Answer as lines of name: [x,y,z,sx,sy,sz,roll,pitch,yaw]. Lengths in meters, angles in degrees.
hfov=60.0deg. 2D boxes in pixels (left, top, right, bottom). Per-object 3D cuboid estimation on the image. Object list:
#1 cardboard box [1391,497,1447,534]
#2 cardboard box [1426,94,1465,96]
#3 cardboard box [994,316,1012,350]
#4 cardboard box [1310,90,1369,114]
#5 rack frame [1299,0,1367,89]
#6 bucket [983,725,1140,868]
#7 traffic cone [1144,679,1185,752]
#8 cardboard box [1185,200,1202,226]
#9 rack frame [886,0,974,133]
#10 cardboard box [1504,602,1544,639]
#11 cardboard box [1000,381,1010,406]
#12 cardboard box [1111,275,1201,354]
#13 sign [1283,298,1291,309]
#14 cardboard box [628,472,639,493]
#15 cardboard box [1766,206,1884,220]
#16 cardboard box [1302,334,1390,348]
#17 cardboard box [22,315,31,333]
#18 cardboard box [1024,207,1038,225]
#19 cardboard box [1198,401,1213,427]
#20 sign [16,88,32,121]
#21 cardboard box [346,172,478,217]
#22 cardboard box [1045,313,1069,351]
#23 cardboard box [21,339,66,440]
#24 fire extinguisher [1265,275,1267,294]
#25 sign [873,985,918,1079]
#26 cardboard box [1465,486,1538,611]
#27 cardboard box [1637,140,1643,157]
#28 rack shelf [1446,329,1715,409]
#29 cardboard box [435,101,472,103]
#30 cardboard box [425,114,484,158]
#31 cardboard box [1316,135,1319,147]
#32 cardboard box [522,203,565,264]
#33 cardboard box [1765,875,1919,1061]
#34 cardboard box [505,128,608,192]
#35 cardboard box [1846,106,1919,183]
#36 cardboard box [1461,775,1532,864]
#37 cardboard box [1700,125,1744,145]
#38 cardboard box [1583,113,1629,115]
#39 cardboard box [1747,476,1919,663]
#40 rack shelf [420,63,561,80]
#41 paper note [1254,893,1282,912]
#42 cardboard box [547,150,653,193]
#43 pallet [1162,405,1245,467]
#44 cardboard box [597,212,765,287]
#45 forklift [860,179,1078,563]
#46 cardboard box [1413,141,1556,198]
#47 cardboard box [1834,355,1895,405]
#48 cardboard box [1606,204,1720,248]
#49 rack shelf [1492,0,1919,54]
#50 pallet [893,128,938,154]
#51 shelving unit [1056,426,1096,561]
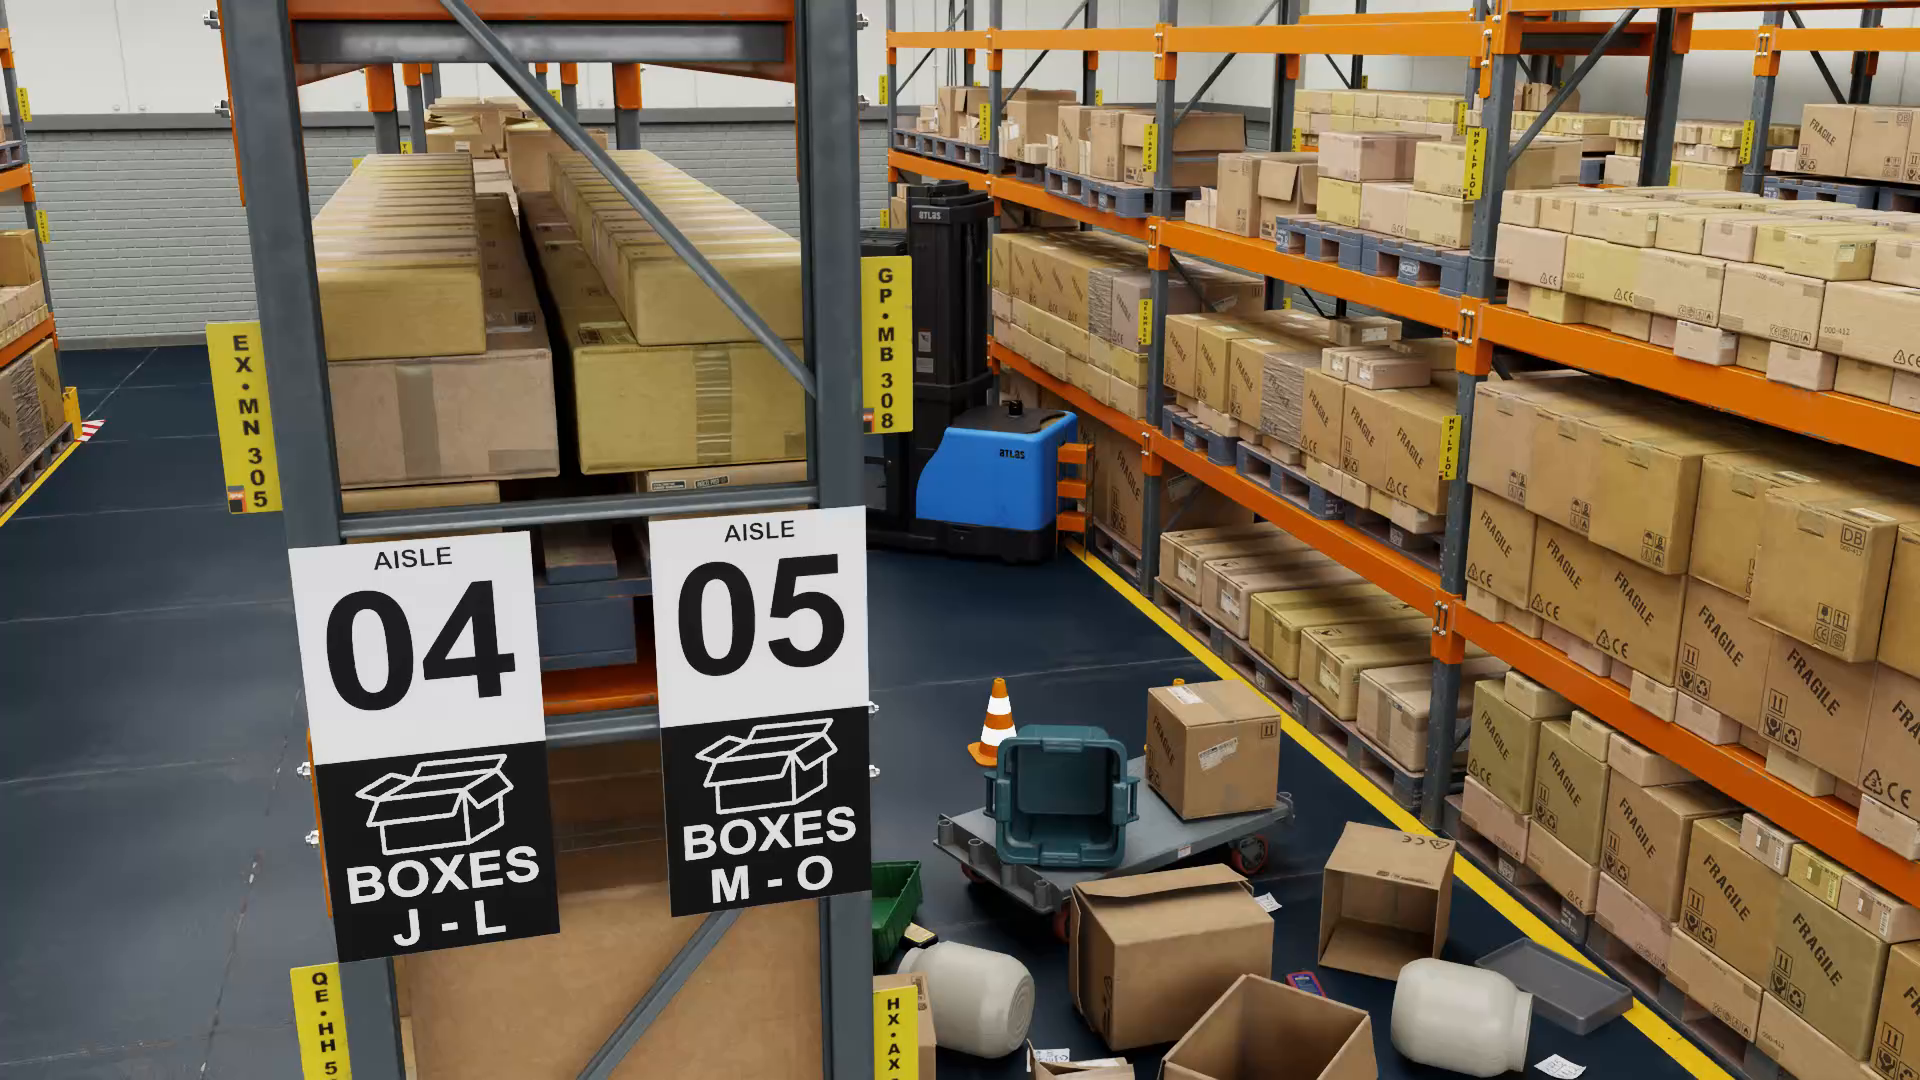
cardboard box: [2.554,-0.148,8.938,0.380,0.149,0.250,-4,17,-14]
cardboard box: [5.374,-4.742,18.184,0.500,0.250,0.500,-5,17,-16]
cardboard box: [0.629,-1.945,15.474,0.500,0.250,0.500,-5,17,-17]
cardboard box: [4.436,-5.121,19.448,0.500,0.250,0.500,-5,17,-16]
rack frame: [4.434,-6.533,20.058,1.000,3.000,0.127,-5,17,-15]
bucket: [0.483,1.168,7.899,0.726,0.611,0.620,1,7,4]
traffic cone: [1.274,1.036,9.699,0.336,0.463,0.334,-5,17,-15]
cardboard box: [1.784,-2.269,11.514,0.380,0.149,0.250,-5,17,-15]
rack frame: [-0.337,-6.139,18.748,1.000,3.000,0.127,-5,17,-15]
cardboard box: [2.858,0.352,8.003,0.380,0.149,0.250,-4,17,-14]
cardboard box: [0.693,-1.316,16.842,0.875,0.438,0.875,-5,17,-16]
cardboard box: [1.468,-1.702,12.493,0.500,0.500,0.500,-5,17,-17]
sign: [2.380,-1.615,12.240,0.100,0.325,0.005,-5,17,-15]
cardboard box: [-0.529,-0.177,3.646,0.380,0.149,0.250,-5,17,-15]
cardboard box: [3.559,-1.288,6.861,0.380,0.149,0.250,-5,17,-16]
cardboard box: [2.546,-1.059,10.843,0.500,0.500,0.500,-6,18,-19]
cardboard box: [-9.242,-2.079,16.096,0.380,0.149,0.250,-4,17,-14]
cardboard box: [0.839,-3.174,16.267,0.380,0.149,0.250,-4,17,-14]
cardboard box: [1.848,-0.869,11.338,0.380,0.149,0.250,-6,18,-19]
sign: [-9.340,-4.344,16.585,0.100,0.325,0.005,-5,17,-15]
cardboard box: [-1.716,-1.065,5.217,0.380,0.149,0.250,-5,17,-15]
cardboard box: [1.036,-1.760,13.988,0.500,0.250,0.500,-5,17,-17]
cardboard box: [-9.613,-1.495,16.680,0.875,0.875,0.875,-5,17,-15]
fire extinguisher: [3.949,-3.448,20.999,0.296,0.674,0.183,-5,17,-15]
sign: [-0.137,1.084,3.486,0.100,0.325,0.005,-5,17,-15]
cardboard box: [2.813,0.007,8.025,0.500,0.500,0.500,-5,17,-15]
cardboard box: [6.073,-3.368,14.302,0.380,0.149,0.250,-5,17,-15]
rack shelf: [6.083,-1.655,15.499,1.077,0.370,4.000,-5,17,-15]
cardboard box: [-4.922,-4.171,16.108,0.380,0.149,0.250,-4,17,-14]
cardboard box: [-3.232,-2.576,10.596,0.396,0.266,0.258,-5,17,-15]
cardboard box: [4.450,-4.726,19.695,0.380,0.149,0.250,-5,17,-15]
cardboard box: [-1.250,-1.028,5.786,0.500,0.250,0.500,-5,17,-15]
cardboard box: [3.442,1.571,6.253,0.500,0.500,0.500,-4,17,-13]
cardboard box: [-2.124,-1.909,8.800,0.500,0.500,0.500,-5,17,-15]
cardboard box: [6.832,-2.829,11.864,0.700,0.500,0.500,-5,17,-16]
cardboard box: [2.863,1.354,8.281,0.500,0.250,0.500,-6,18,-18]
cardboard box: [6.283,-3.298,13.553,0.380,0.149,0.250,-5,18,-17]
cardboard box: [6.007,-3.902,15.529,0.380,0.149,0.250,-5,18,-17]
cardboard box: [3.338,0.093,6.000,0.700,0.500,0.500,-5,17,-16]
rack shelf: [-3.420,-3.524,11.988,1.077,0.370,4.000,-5,17,-15]
paper note: [1.466,1.757,8.051,0.148,0.019,0.142,-5,17,-15]
cardboard box: [-1.364,-1.399,6.327,0.380,0.149,0.250,-5,17,-16]
pallet: [2.159,-0.773,11.643,1.213,0.211,1.003,-5,17,-15]
cardboard box: [-0.665,-0.696,3.987,0.380,0.149,0.250,-5,17,-15]
forklift: [-0.580,-1.473,13.761,3.031,2.935,1.130,7,18,22]
cardboard box: [2.679,-1.902,8.519,0.500,0.250,0.500,-4,17,-14]
cardboard box: [3.368,-0.590,5.923,0.380,0.149,0.250,-5,17,-17]
cardboard box: [2.943,-1.314,6.948,0.380,0.149,0.250,-5,17,-16]
rack shelf: [3.510,-1.921,5.960,1.077,0.370,4.000,-5,17,-15]
pallet: [-0.123,-4.456,18.512,1.003,0.211,1.213,-5,17,-15]
shelving unit: [0.928,-0.375,13.374,0.252,1.050,0.215,7,18,21]
